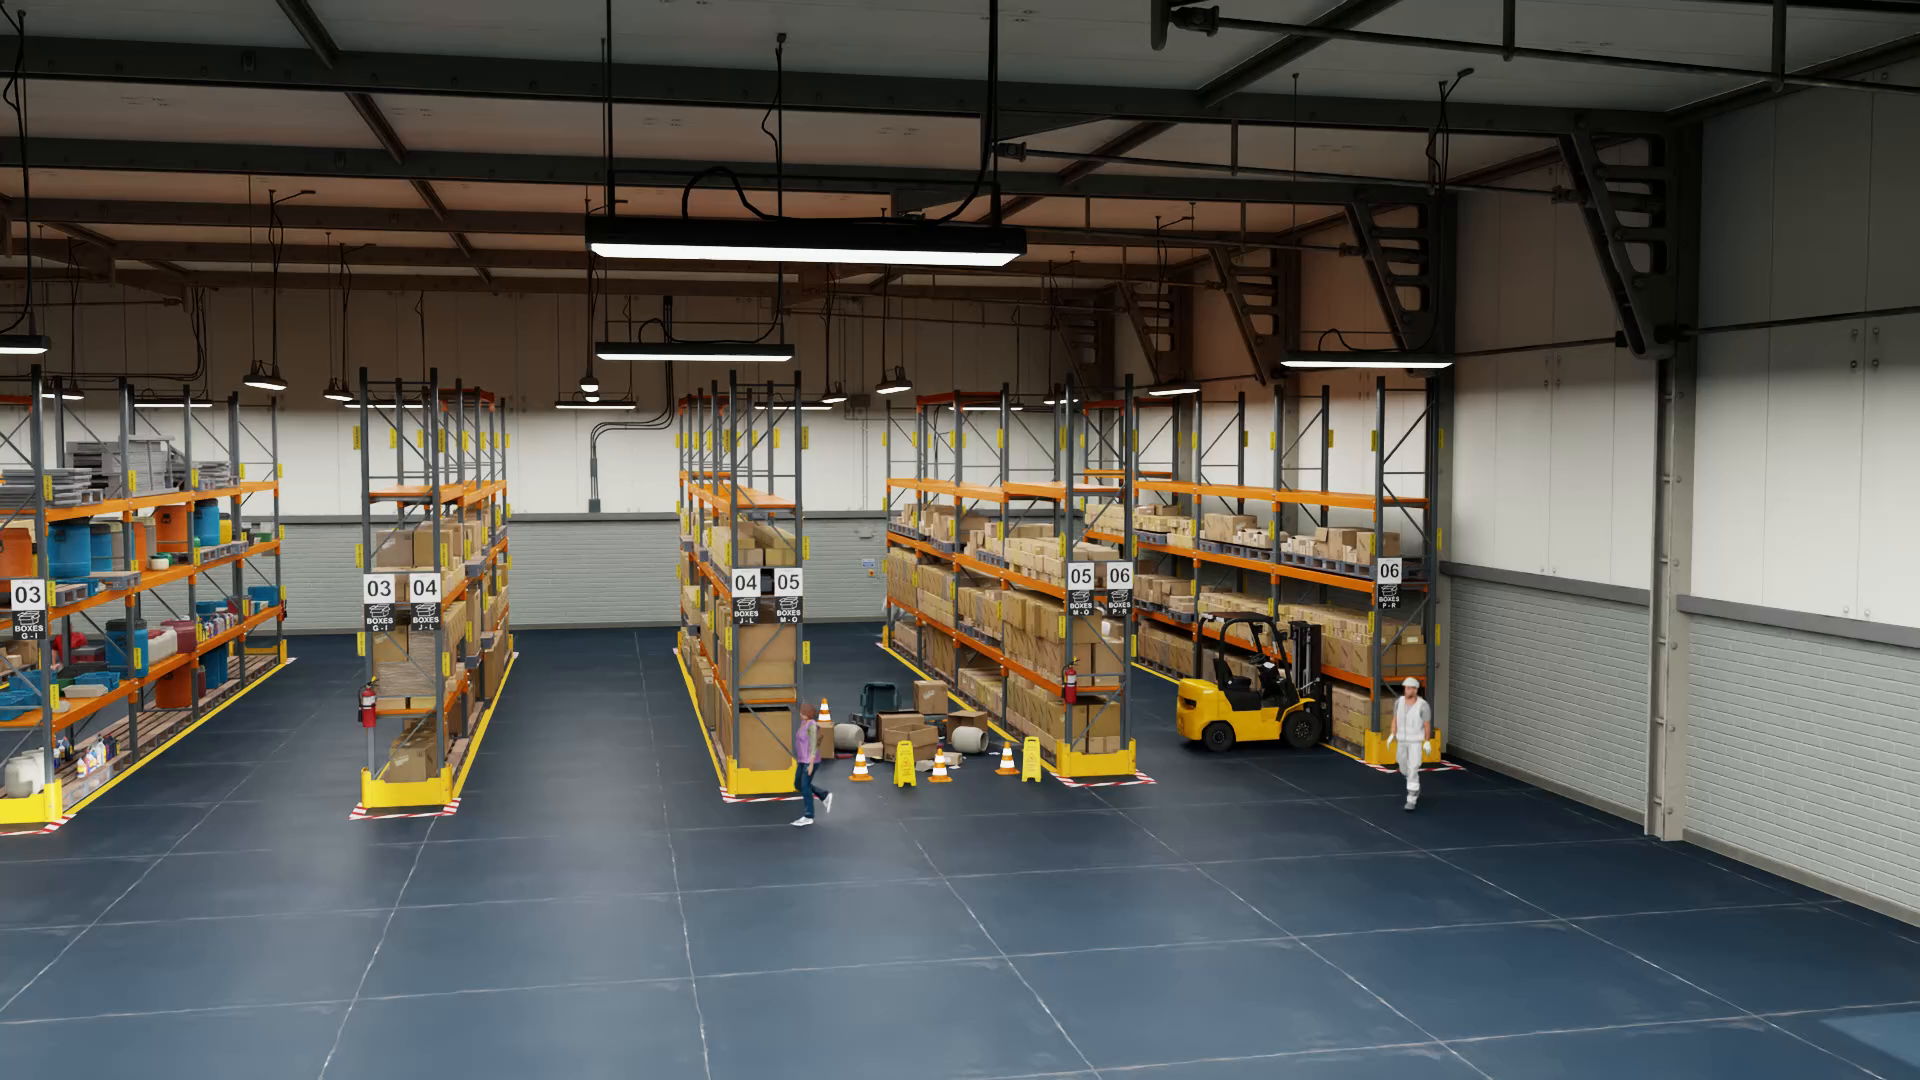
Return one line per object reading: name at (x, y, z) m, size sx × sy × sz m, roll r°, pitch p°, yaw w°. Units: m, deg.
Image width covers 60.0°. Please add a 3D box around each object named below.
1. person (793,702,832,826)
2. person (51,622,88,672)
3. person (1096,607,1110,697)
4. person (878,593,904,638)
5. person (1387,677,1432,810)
person at (-1.929, 2.907, 21.730) m, size 0.568 × 1.590 × 0.461 m, roll -1°, pitch 4°, yaw -21°
person at (-16.430, 2.331, 30.726) m, size 0.636 × 1.713 × 0.624 m, roll -1°, pitch 3°, yaw -14°
person at (2.691, 2.210, 32.265) m, size 0.568 × 1.818 × 0.556 m, roll -1°, pitch 4°, yaw -21°
person at (-1.680, 1.671, 42.180) m, size 0.966 × 1.641 × 0.494 m, roll -2°, pitch 4°, yaw -31°
person at (6.200, 2.759, 22.809) m, size 0.831 × 1.774 × 0.532 m, roll -3°, pitch 5°, yaw -45°
